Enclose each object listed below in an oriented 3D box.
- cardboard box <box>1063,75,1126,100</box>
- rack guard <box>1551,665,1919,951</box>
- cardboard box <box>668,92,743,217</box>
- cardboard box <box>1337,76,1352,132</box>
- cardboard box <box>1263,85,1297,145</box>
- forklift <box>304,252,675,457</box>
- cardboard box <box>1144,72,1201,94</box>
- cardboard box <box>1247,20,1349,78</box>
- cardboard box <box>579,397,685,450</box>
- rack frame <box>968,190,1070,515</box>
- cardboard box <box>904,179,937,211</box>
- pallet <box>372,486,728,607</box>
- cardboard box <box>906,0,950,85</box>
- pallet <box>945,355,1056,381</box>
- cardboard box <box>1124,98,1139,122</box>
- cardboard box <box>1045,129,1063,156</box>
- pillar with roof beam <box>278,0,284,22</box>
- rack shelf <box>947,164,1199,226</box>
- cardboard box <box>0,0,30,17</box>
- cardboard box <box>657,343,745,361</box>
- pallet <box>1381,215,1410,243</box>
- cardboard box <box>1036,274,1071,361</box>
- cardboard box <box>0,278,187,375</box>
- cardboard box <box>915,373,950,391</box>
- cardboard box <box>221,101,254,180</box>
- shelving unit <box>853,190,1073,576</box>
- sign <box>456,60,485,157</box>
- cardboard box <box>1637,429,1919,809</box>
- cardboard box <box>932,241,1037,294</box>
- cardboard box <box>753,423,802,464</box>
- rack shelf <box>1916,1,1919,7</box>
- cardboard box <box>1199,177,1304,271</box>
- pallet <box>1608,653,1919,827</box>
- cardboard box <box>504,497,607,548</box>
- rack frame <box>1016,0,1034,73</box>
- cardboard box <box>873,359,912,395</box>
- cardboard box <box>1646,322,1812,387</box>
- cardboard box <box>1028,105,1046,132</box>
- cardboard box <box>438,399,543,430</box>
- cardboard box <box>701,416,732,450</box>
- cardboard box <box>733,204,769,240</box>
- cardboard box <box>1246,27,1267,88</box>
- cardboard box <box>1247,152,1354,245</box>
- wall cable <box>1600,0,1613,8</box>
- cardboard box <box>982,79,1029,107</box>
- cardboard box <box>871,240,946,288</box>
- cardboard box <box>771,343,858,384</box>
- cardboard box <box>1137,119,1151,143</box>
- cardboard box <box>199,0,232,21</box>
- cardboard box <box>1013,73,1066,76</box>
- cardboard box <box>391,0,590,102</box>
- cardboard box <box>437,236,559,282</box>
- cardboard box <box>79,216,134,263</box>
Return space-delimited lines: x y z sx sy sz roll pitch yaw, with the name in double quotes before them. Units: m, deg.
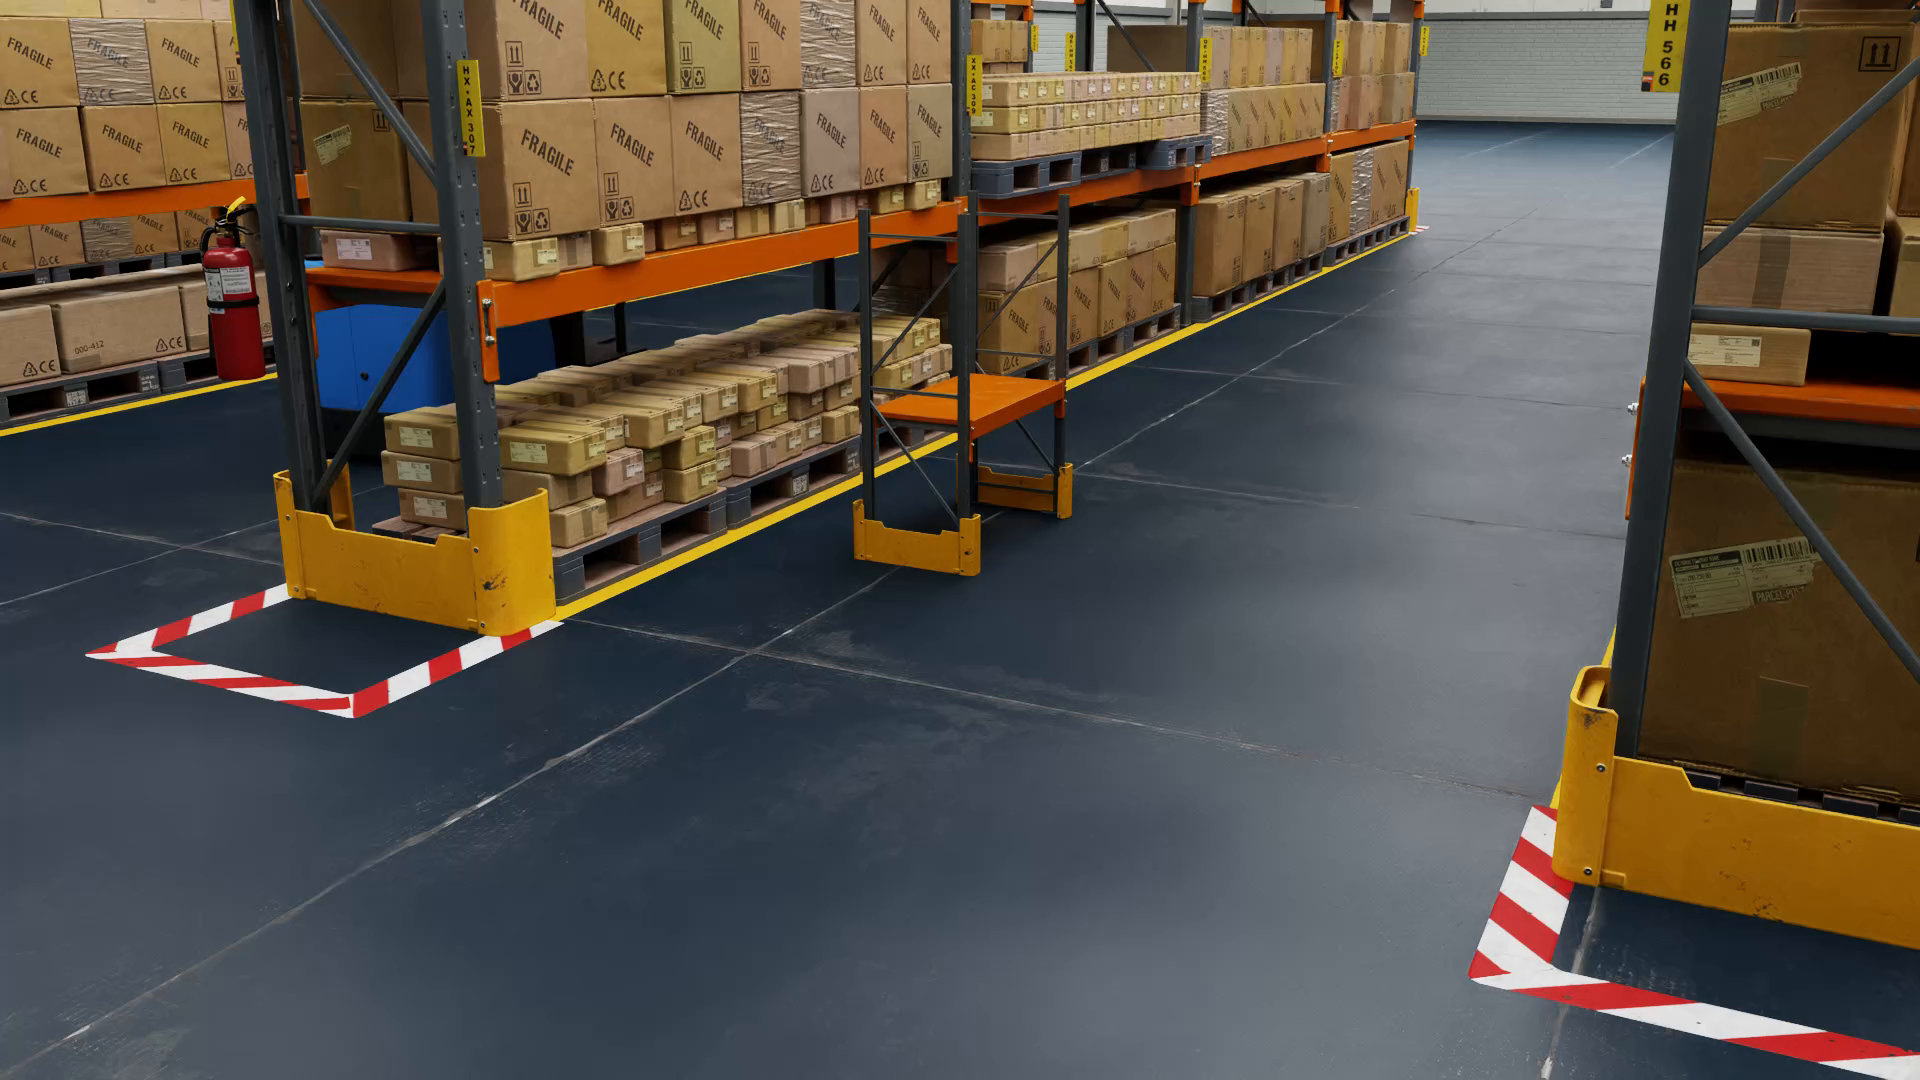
"cardboard box" 0.870 -2.989 10.978 0.380 0.149 0.250 9 19 27
"rack guard" 2.182 0.698 4.297 1.175 0.500 0.348 8 18 25
"cardboard box" -1.305 -1.696 7.268 0.500 0.500 0.500 8 18 26
"cardboard box" 3.542 -4.530 17.246 0.875 0.550 0.550 8 18 25
"cardboard box" 2.717 -3.844 15.021 0.500 0.500 0.500 8 18 26
"forklift" -2.611 -2.184 9.728 1.130 2.935 3.031 6 18 20
"cardboard box" 1.566 -3.384 12.308 0.380 0.149 0.250 7 18 23
"cardboard box" 3.358 -4.899 16.591 0.875 0.550 0.550 8 18 25
"cardboard box" -1.419 -0.507 7.187 0.380 0.149 0.250 8 18 25
"rack frame" 0.265 -0.870 7.820 0.500 1.500 0.032 8 18 25
"cardboard box" -0.348 -1.880 9.026 0.380 0.149 0.250 8 18 24
"pallet" -1.771 -0.048 7.317 1.003 0.211 1.213 8 18 25
"cardboard box" -0.380 -2.698 8.886 0.500 0.500 0.500 7 18 23
"pallet" -0.065 -1.044 10.669 1.003 0.211 1.213 8 18 25
"cardboard box" 0.987 -2.912 11.242 0.380 0.149 0.250 9 19 27
"cardboard box" 0.409 -2.440 10.173 0.380 0.149 0.250 8 18 26
"pillar with roof beam" -3.913 -7.211 15.996 9.100 9.000 0.400 8 18 25
"rack shelf" 0.482 -2.347 11.421 1.077 0.370 4.000 8 18 25
"cardboard box" -5.536 -3.051 9.456 0.380 0.149 0.250 8 18 24
"cardboard box" -1.327 -0.904 8.524 0.380 0.149 0.250 7 18 23
"pallet" 4.663 -3.689 19.572 1.003 0.211 1.213 8 18 25
"cardboard box" 0.390 -1.475 10.874 0.500 0.500 0.500 9 19 28
"cardboard box" -5.662 -1.385 10.682 0.875 0.438 0.875 8 18 24
"cardboard box" -0.282 -0.874 9.467 0.380 0.149 0.250 8 18 26
"cardboard box" -4.864 -2.684 11.116 0.500 0.500 0.500 8 18 26
"shelving unit" 0.034 -0.738 7.376 0.587 1.500 1.083 8 18 25
"sign" -1.714 -1.509 5.818 0.100 0.325 0.005 8 18 25
"cardboard box" 2.407 0.137 4.788 0.875 0.875 0.875 8 18 25
"cardboard box" 0.155 -1.699 10.313 0.500 0.250 0.500 7 18 23
"cardboard box" -1.000 -0.487 8.164 0.380 0.149 0.250 8 18 25
"rack shelf" 6.661 -4.147 12.213 1.077 0.370 4.000 8 18 25
"cardboard box" 2.531 -2.928 15.328 1.050 0.750 0.750 8 18 25
"pallet" 2.480 0.617 5.078 1.003 0.211 1.213 8 18 25
"cardboard box" -1.679 -0.091 6.831 0.380 0.149 0.250 9 19 26
"rack frame" 0.477 -5.843 21.928 1.000 3.000 0.127 8 18 25
"cardboard box" -0.482 -0.898 9.026 0.380 0.149 0.250 7 18 23
"cardboard box" 2.057 -0.519 4.444 0.380 0.149 0.250 8 19 26
"cardboard box" 0.290 -2.514 9.901 0.380 0.149 0.250 8 18 24
"cardboard box" -2.026 -0.507 7.188 0.380 0.149 0.250 8 19 26
"cardboard box" -1.287 -0.509 7.717 0.380 0.149 0.250 7 18 23
"cardboard box" -1.110 -1.488 7.706 0.380 0.149 0.250 9 19 27
"cardboard box" 2.265 -4.232 14.572 0.700 0.500 0.500 8 18 25
"cardboard box" 3.506 -3.554 17.216 0.875 0.875 0.875 8 19 26
"wall cable" 19.307 -17.929 46.109 2.305 6.003 0.169 8 18 25
"cardboard box" 0.175 -2.590 9.636 0.380 0.149 0.250 9 19 28
"cardboard box" -0.305 -1.767 10.540 0.500 0.250 0.500 8 18 24
"cardboard box" -0.746 -0.907 8.535 0.380 0.149 0.250 7 18 23
"cardboard box" 1.106 -2.838 11.513 0.380 0.149 0.250 7 18 23
"cardboard box" -4.953 -3.452 10.808 0.380 0.149 0.250 9 19 27
"cardboard box" 0.526 -3.207 11.712 0.380 0.149 0.250 9 19 28
"cardboard box" -1.761 -1.914 6.245 0.500 0.500 0.500 8 18 25
"cardboard box" -1.761 -1.084 6.346 0.380 0.149 0.250 8 18 25
"cardboard box" -8.217 -2.909 15.704 0.500 0.500 0.500 7 18 23
